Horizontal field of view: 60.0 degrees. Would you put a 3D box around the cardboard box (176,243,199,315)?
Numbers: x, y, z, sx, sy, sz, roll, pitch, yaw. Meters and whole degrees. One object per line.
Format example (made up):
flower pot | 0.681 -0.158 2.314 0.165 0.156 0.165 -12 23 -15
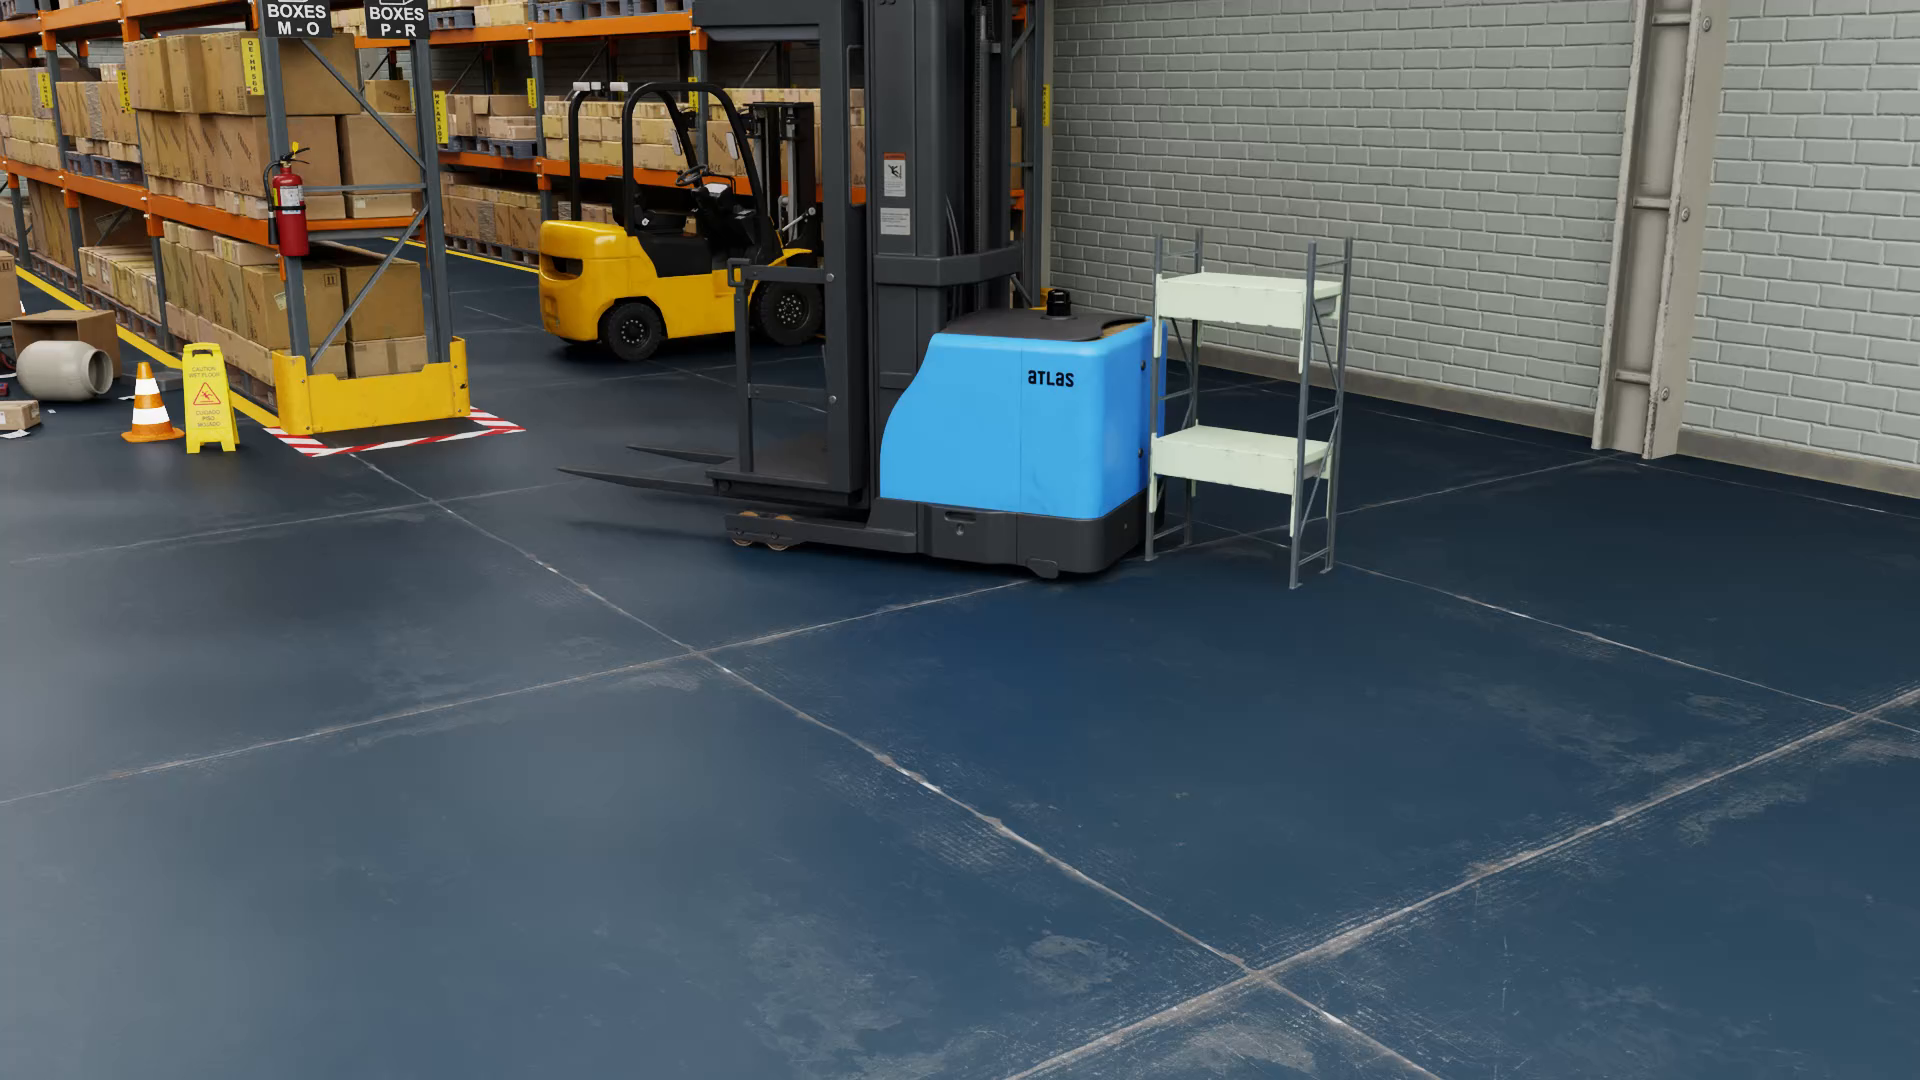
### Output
cardboard box | -5.680 -2.022 12.773 0.500 0.500 0.500 -10 18 -32

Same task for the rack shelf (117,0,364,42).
rack shelf | -4.957 -3.737 11.728 1.077 0.370 4.000 -11 19 -35

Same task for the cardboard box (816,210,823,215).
cardboard box | -1.364 -3.013 15.922 0.500 0.250 0.500 -11 19 -35

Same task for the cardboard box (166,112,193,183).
cardboard box | -5.501 -2.906 12.258 0.500 0.500 0.500 -11 19 -35

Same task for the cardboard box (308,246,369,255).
cardboard box | -4.645 -1.887 12.283 0.500 0.500 0.500 -10 18 -33

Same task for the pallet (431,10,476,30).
pallet | -5.885 -6.529 20.921 1.213 0.211 1.003 -11 19 -35

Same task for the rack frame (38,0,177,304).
rack frame | -8.485 -3.918 16.710 1.000 3.000 0.127 -11 19 -35

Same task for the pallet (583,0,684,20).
pallet | -3.341 -5.676 17.807 1.003 0.211 1.213 -10 18 -32

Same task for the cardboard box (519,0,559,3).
cardboard box | -4.875 -6.295 19.239 0.380 0.149 0.250 -10 18 -33

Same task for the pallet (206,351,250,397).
pallet | -4.988 -1.320 12.501 1.003 0.211 1.213 -11 19 -35

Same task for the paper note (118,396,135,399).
paper note | -5.822 -1.010 11.707 0.148 0.019 0.142 10 18 33

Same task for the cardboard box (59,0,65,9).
cardboard box | -8.437 -5.150 16.005 0.380 0.149 0.250 -11 19 -35

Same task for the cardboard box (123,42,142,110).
cardboard box | -6.050 -3.610 12.938 0.700 0.500 0.500 -11 19 -35

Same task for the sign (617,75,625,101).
sign | -4.025 -5.335 19.692 0.100 0.325 0.005 -11 19 -35

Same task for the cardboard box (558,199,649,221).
cardboard box | -4.116 -3.611 19.291 0.875 0.625 0.625 -10 18 -33

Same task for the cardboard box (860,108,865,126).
cardboard box | -0.613 -3.542 13.919 0.380 0.149 0.250 -11 19 -35

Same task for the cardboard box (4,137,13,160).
cardboard box | -10.792 -4.565 19.357 0.500 0.250 0.500 -11 19 -36

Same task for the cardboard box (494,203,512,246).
cardboard box | -5.490 -3.963 20.814 0.500 0.500 0.500 -10 18 -32

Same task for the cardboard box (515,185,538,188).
cardboard box | -5.579 -4.550 21.728 0.380 0.149 0.250 -11 19 -34

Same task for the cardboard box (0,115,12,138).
cardboard box | -10.806 -4.803 19.281 0.500 0.250 0.500 -12 19 -36

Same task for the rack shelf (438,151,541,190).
rack shelf | -5.648 -4.770 21.183 1.077 0.370 4.000 -11 19 -35

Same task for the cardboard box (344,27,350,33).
cardboard box | -8.801 -7.441 24.374 0.380 0.149 0.250 -10 18 -33

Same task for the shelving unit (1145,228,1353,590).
shelving unit | 1.279 -0.606 7.450 0.755 1.500 0.431 11 19 35

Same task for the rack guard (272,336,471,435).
rack guard | -3.826 -1.021 10.858 1.175 0.500 0.348 -11 19 -35

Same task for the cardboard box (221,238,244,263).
cardboard box | -4.878 -2.014 11.515 0.380 0.149 0.250 -10 18 -34

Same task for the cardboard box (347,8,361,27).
cardboard box | -8.530 -7.562 24.061 0.500 0.250 0.500 -12 19 -36

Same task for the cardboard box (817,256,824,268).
cardboard box | -0.914 -2.370 14.519 0.500 0.250 0.500 -11 19 -36

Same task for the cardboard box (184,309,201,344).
cardboard box | -5.681 -1.660 12.873 0.500 0.250 0.500 -10 18 -31

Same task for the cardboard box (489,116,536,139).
cardboard box | -5.354 -4.995 20.132 0.500 0.250 0.500 -12 19 -37

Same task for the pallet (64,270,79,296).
pallet | -8.887 -2.753 17.736 1.003 0.211 1.213 -11 19 -35

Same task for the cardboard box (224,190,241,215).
cardboard box | -4.722 -2.281 11.203 0.380 0.149 0.250 -10 18 -34

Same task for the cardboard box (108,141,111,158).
cardboard box | -7.247 -3.433 14.616 0.380 0.149 0.250 -11 19 -35

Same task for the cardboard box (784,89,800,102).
cardboard box | -1.351 -3.963 14.892 0.380 0.149 0.250 -11 19 -35

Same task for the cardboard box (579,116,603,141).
cardboard box | -3.822 -4.504 18.187 0.500 0.250 0.500 -11 19 -36

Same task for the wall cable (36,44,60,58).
wall cable | -15.383 -7.540 28.017 0.588 1.984 0.122 -11 19 -35

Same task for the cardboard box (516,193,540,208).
cardboard box | -5.153 -4.119 20.154 0.380 0.149 0.250 -12 19 -37

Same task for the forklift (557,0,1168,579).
forklift | -0.567 -1.482 7.938 3.031 2.935 1.130 7 17 24

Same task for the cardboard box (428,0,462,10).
cardboard box | -6.538 -6.828 21.149 0.380 0.149 0.250 -11 19 -34

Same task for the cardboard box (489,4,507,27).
cardboard box | -5.266 -6.243 19.806 0.500 0.250 0.500 -11 19 -34

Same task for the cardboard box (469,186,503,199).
cardboard box | -6.154 -4.520 21.618 0.380 0.149 0.250 -11 19 -35

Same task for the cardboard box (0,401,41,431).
cardboard box | -6.185 -0.801 10.721 0.380 0.149 0.250 -2 15 -6

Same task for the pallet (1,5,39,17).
pallet | -10.258 -5.939 18.773 0.805 0.209 1.217 -12 19 -37

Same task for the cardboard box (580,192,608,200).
cardboard box | -4.527 -4.159 20.300 0.380 0.149 0.250 -10 18 -32

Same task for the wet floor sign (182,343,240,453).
wet floor sign | -4.535 -0.868 10.024 0.267 0.644 0.232 -4 16 -15

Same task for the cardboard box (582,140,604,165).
cardboard box | -3.809 -4.267 18.270 0.500 0.250 0.500 -12 19 -36

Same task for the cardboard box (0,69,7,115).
cardboard box | -10.811 -5.164 19.179 0.500 0.500 0.500 -11 19 -34

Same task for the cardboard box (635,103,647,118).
cardboard box | -3.134 -4.449 17.231 0.380 0.149 0.250 -11 19 -36

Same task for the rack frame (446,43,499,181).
rack frame | -6.824 -5.544 22.649 1.000 3.000 0.127 -11 19 -35

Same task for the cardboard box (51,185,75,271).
cardboard box | -9.345 -3.447 18.219 0.875 0.875 0.875 -11 19 -34

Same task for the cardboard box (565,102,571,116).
cardboard box | -4.193 -4.829 18.620 0.380 0.149 0.250 -10 18 -33

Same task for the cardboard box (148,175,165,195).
cardboard box | -6.207 -2.826 13.195 0.380 0.149 0.250 -11 19 -35

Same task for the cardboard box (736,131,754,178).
cardboard box | -1.751 -3.640 15.503 0.500 0.500 0.500 -10 18 -34

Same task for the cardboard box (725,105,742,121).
cardboard box | -1.992 -4.032 15.709 0.380 0.149 0.250 -10 18 -33

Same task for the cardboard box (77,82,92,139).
cardboard box | -7.778 -3.958 15.307 0.500 0.500 0.500 -10 18 -34

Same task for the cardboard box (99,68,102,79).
cardboard box | -8.577 -4.592 17.088 0.500 0.500 0.500 -12 19 -36
